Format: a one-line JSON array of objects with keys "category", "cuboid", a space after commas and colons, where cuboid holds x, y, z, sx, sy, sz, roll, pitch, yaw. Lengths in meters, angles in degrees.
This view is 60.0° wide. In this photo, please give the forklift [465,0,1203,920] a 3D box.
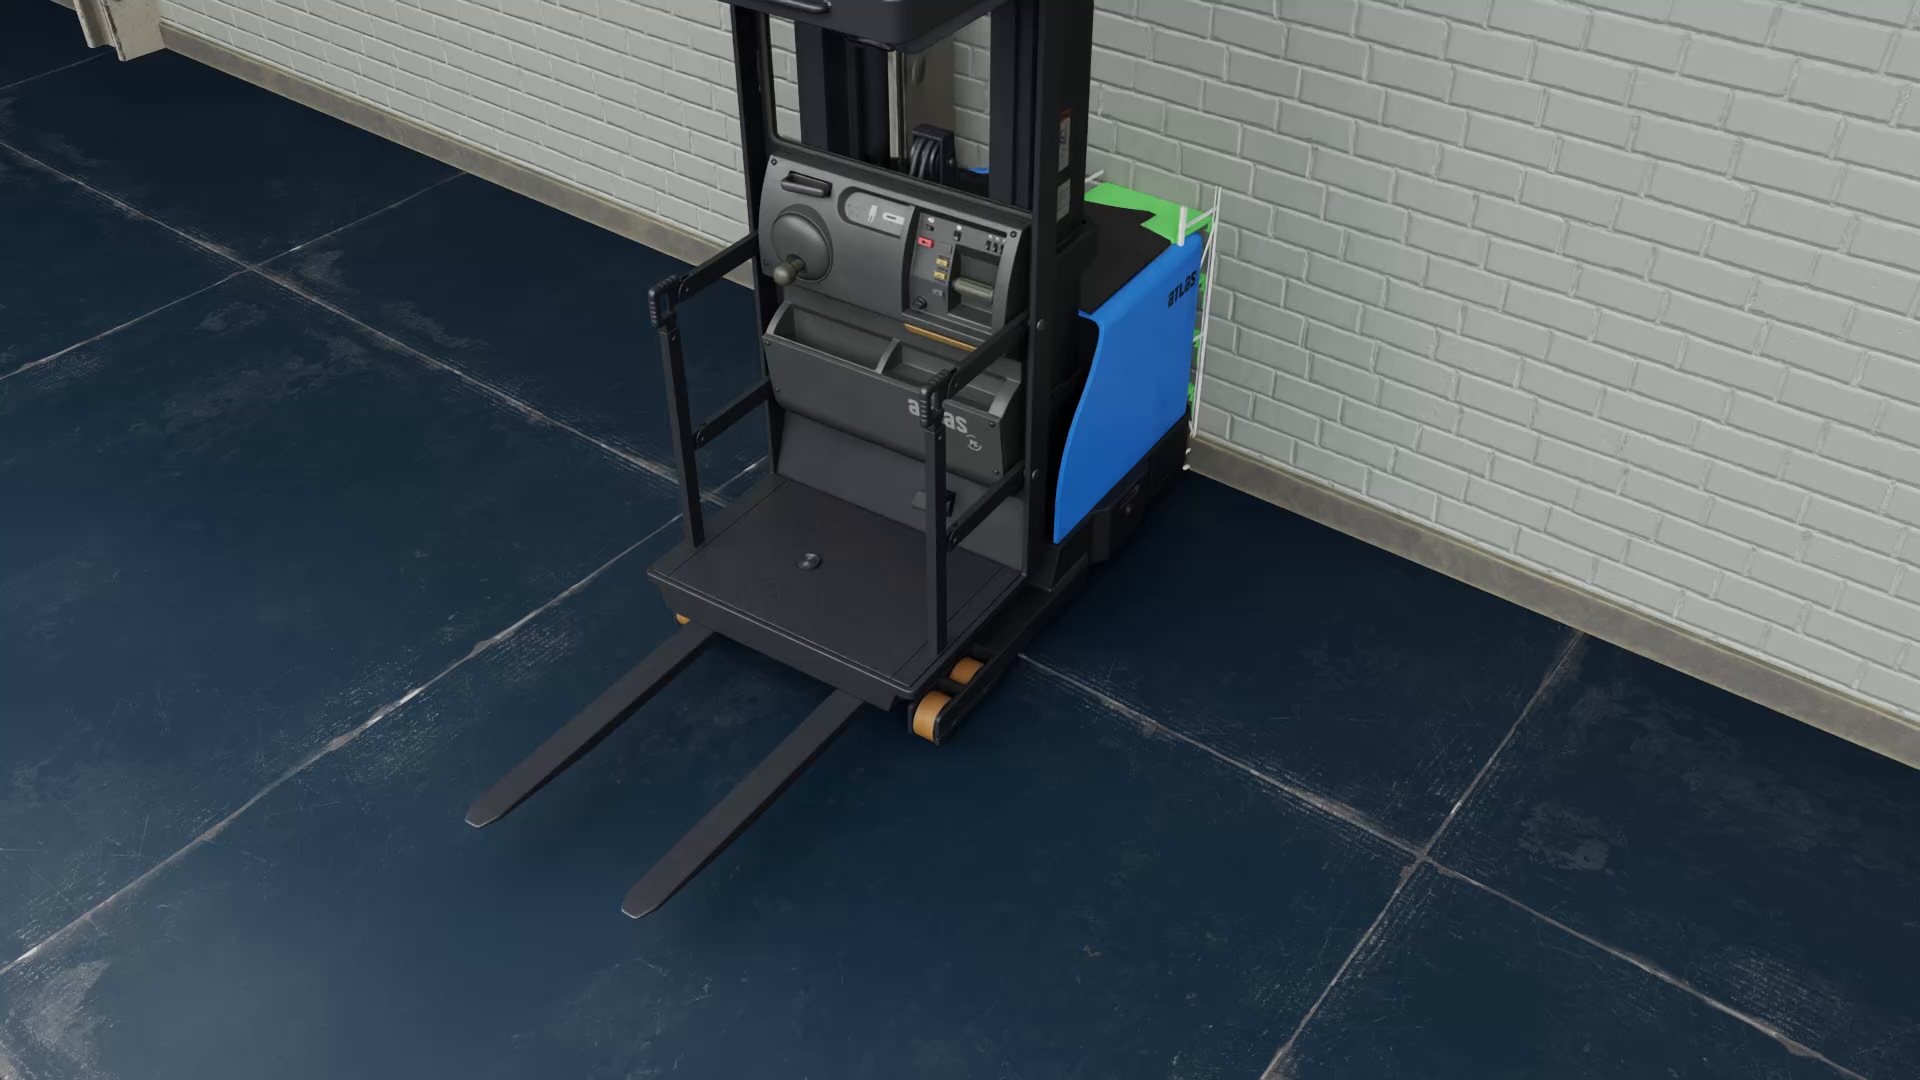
[{"category": "forklift", "cuboid": [-0.341, -0.832, 4.935, 1.130, 2.935, 3.031, 22, 43, 25]}]

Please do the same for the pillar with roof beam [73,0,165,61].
[{"category": "pillar with roof beam", "cuboid": [-7.648, -4.428, 4.606, 0.400, 9.000, 9.100, 25, 45, 29]}]

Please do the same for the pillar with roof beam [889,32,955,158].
[{"category": "pillar with roof beam", "cuboid": [-2.883, -2.181, 1.736, 0.400, 9.000, 9.100, 25, 45, 29]}]

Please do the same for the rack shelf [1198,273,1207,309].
[{"category": "rack shelf", "cuboid": [0.660, -0.962, 6.201, 0.480, 0.148, 0.258, 28, 45, 31]}]

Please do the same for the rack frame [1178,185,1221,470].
[{"category": "rack frame", "cuboid": [0.845, -0.725, 6.181, 0.015, 1.200, 0.240, 28, 45, 31]}]

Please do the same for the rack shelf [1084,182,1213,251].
[{"category": "rack shelf", "cuboid": [0.661, -1.153, 6.056, 0.480, 0.148, 0.258, 28, 45, 31]}]

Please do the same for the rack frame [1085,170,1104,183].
[{"category": "rack frame", "cuboid": [0.474, -0.919, 6.434, 0.015, 1.200, 0.240, 28, 45, 31]}]

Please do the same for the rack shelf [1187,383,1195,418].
[{"category": "rack shelf", "cuboid": [0.659, -0.580, 6.492, 0.480, 0.148, 0.258, 28, 45, 31]}]

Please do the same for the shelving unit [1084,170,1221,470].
[{"category": "shelving unit", "cuboid": [0.660, -0.822, 6.308, 0.503, 1.200, 0.258, 28, 45, 31]}]

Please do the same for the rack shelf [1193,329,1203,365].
[{"category": "rack shelf", "cuboid": [0.659, -0.771, 6.346, 0.480, 0.148, 0.258, 28, 45, 31]}]
